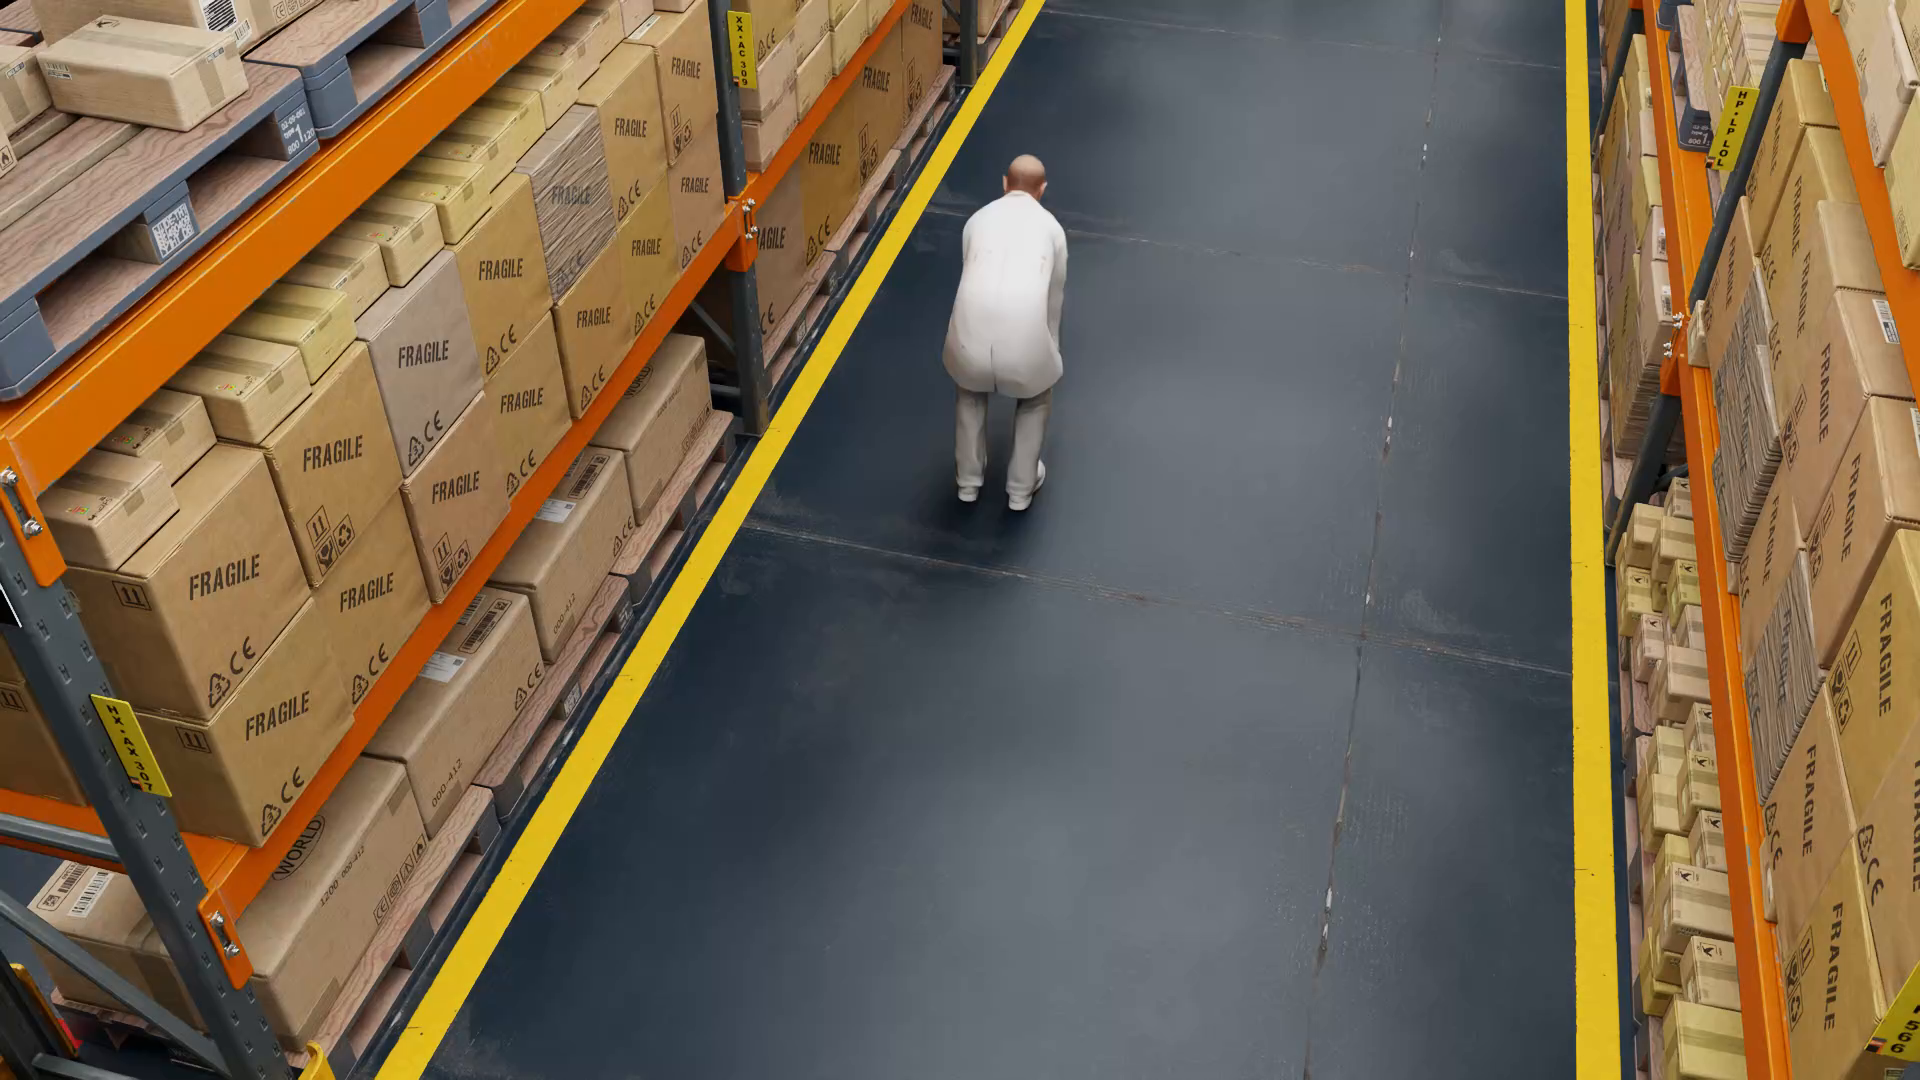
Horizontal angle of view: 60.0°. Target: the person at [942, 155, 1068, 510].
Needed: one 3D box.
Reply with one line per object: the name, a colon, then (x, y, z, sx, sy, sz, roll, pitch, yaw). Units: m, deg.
person: (0.233, -0.926, 7.522, 0.552, 1.435, 0.859, 9, 41, 10)
